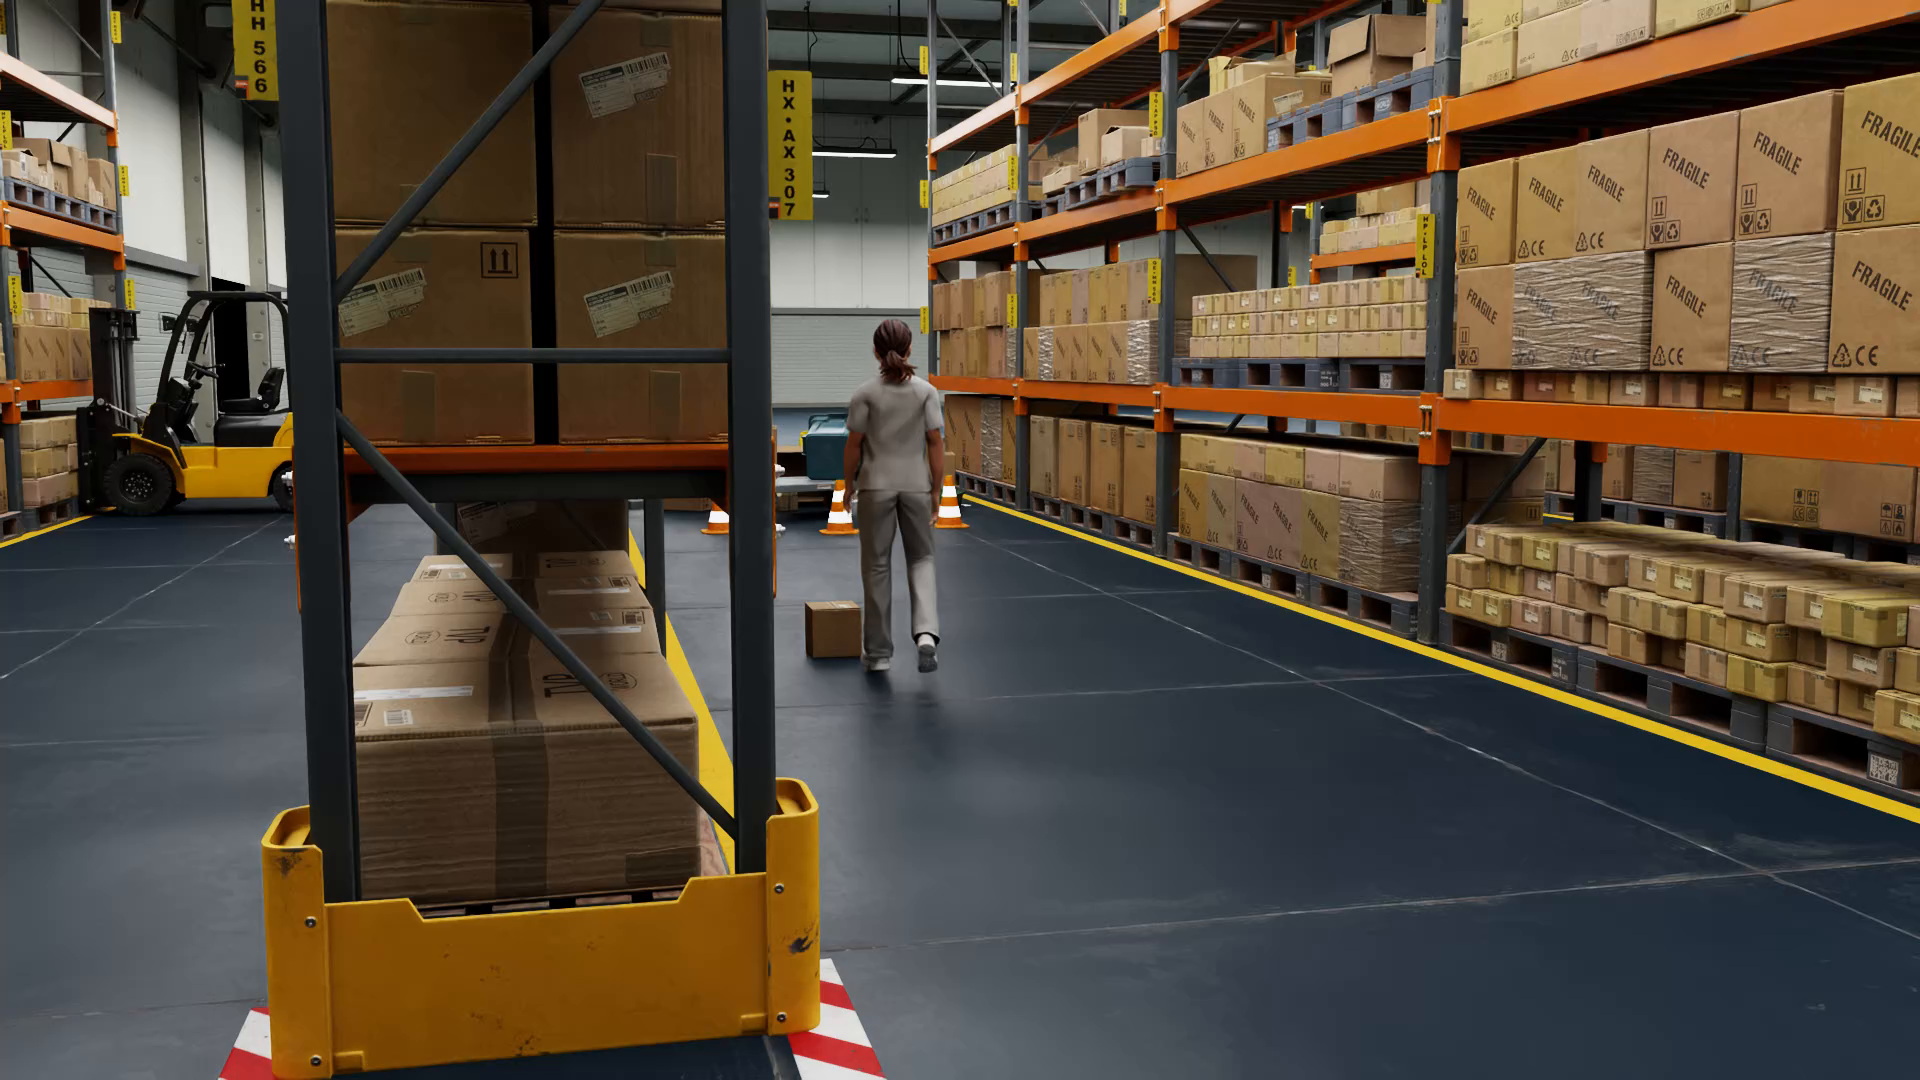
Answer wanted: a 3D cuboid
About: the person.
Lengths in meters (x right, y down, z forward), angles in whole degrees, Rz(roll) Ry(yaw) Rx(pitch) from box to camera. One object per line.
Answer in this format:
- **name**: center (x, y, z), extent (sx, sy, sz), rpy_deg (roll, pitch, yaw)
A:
- **person**: center (-0.324, -0.199, 7.884), extent (0.464, 1.677, 0.529), rpy_deg (-1, 6, -12)
